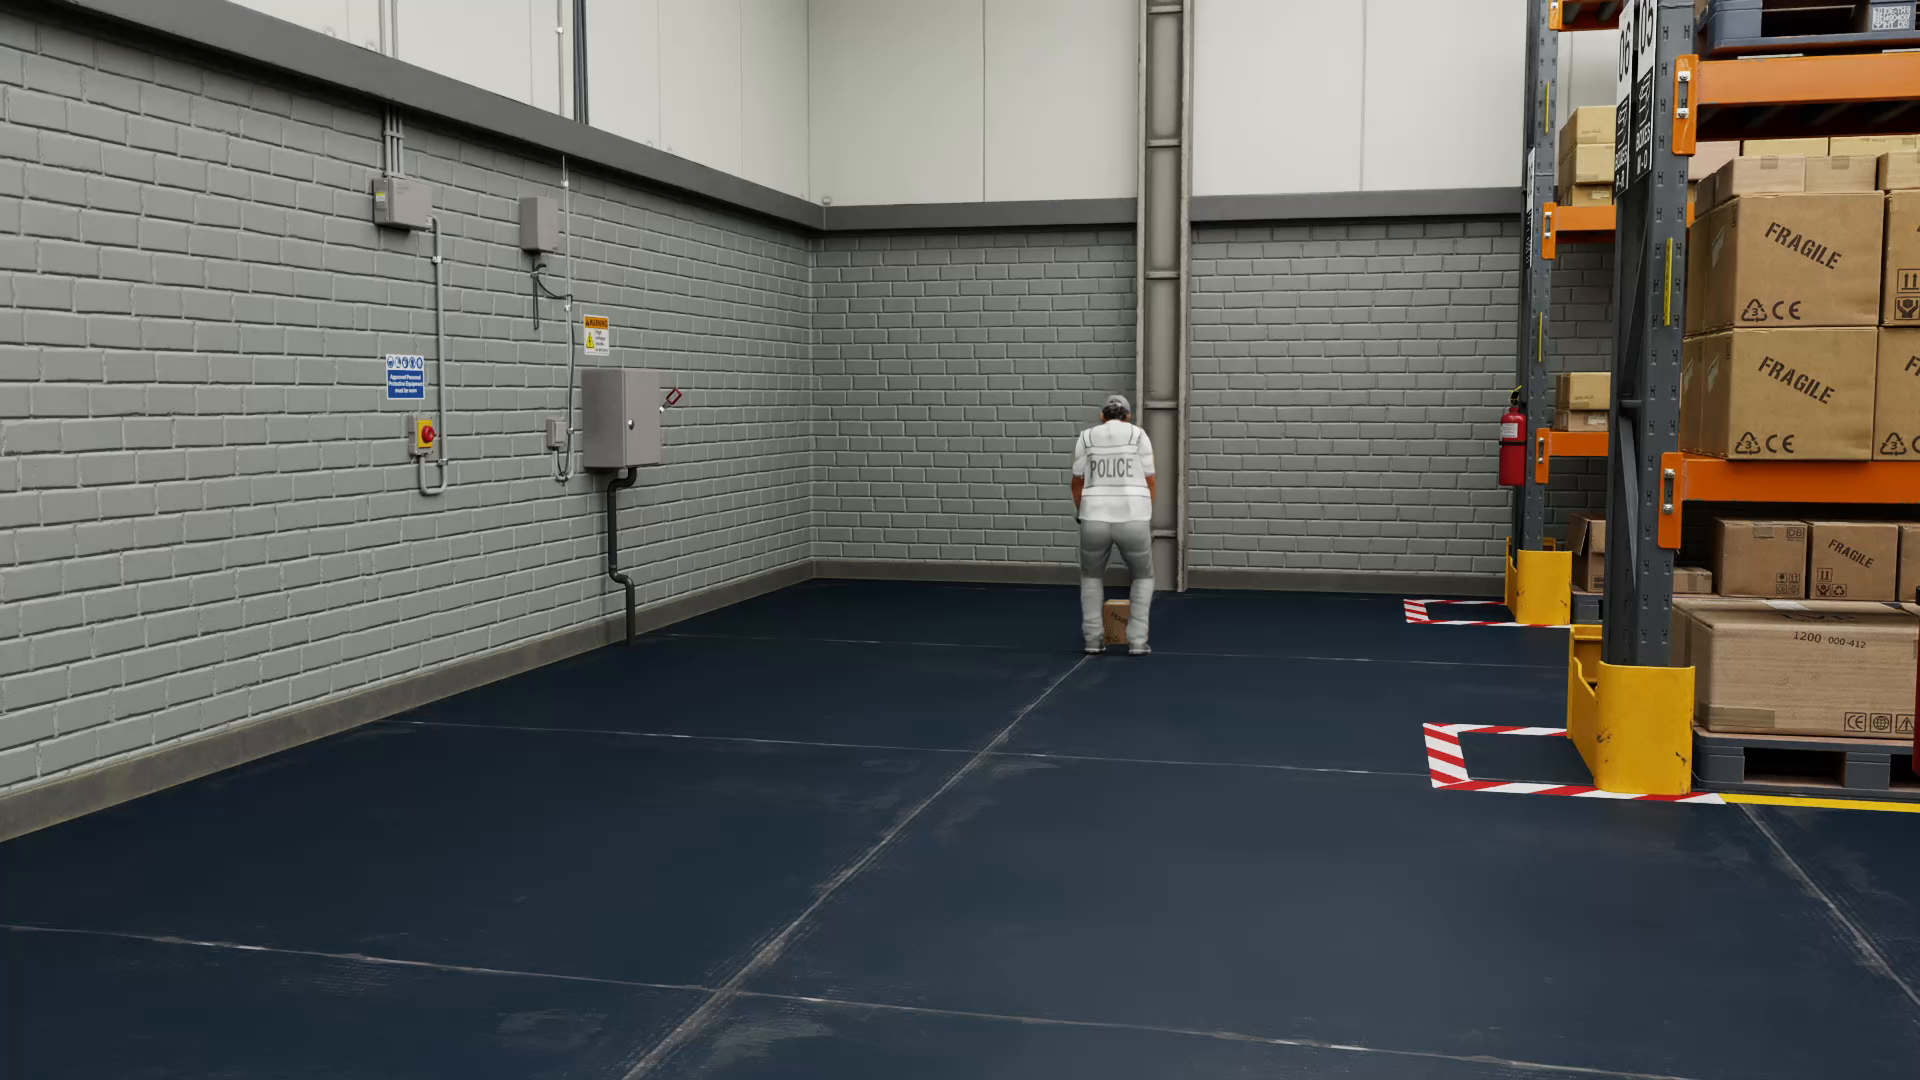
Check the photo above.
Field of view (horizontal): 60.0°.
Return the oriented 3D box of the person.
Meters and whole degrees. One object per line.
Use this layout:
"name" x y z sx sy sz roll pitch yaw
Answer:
"person" 0.915 -0.089 10.003 0.515 1.559 0.571 1 5 15
